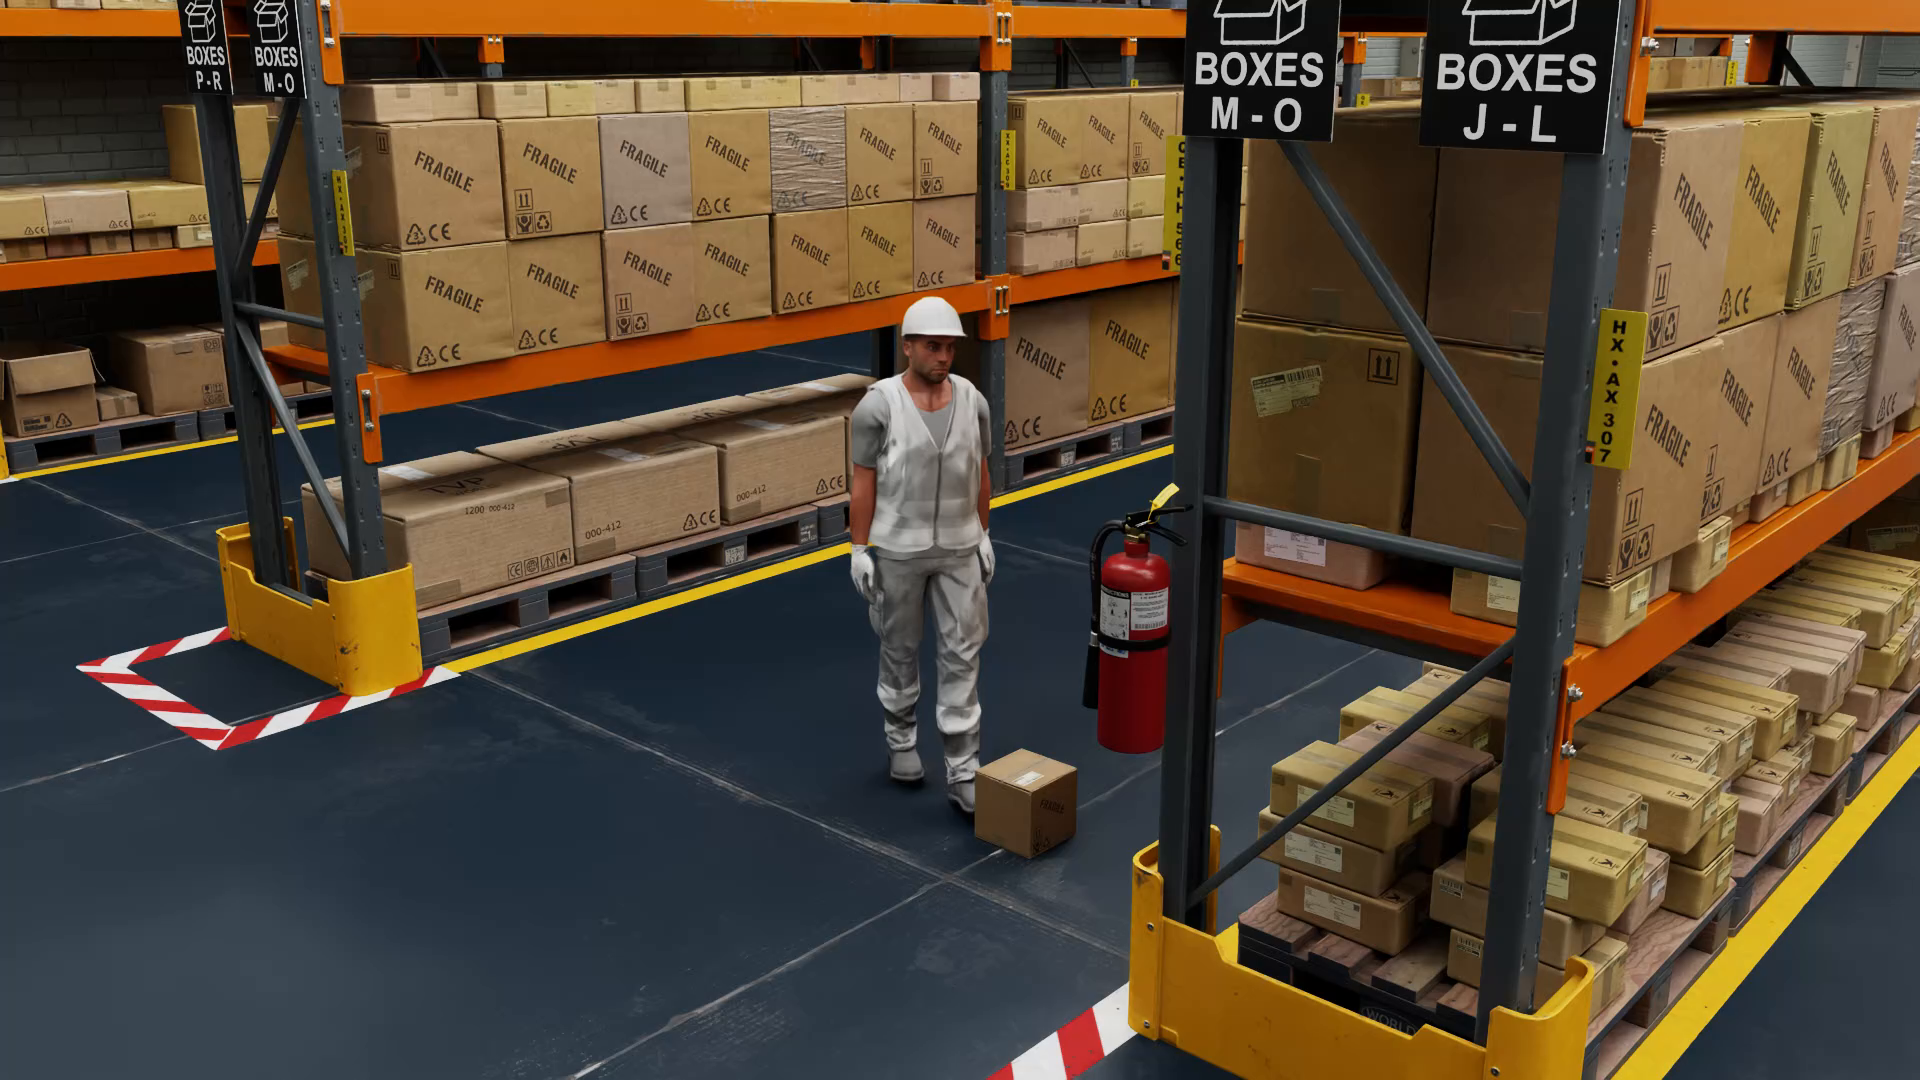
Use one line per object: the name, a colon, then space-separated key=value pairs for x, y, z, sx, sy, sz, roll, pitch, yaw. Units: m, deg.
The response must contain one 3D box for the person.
person: x=-0.097 y=0.062 z=5.768 sx=0.546 sy=1.790 sz=0.687 roll=-5 pitch=17 yaw=-16
